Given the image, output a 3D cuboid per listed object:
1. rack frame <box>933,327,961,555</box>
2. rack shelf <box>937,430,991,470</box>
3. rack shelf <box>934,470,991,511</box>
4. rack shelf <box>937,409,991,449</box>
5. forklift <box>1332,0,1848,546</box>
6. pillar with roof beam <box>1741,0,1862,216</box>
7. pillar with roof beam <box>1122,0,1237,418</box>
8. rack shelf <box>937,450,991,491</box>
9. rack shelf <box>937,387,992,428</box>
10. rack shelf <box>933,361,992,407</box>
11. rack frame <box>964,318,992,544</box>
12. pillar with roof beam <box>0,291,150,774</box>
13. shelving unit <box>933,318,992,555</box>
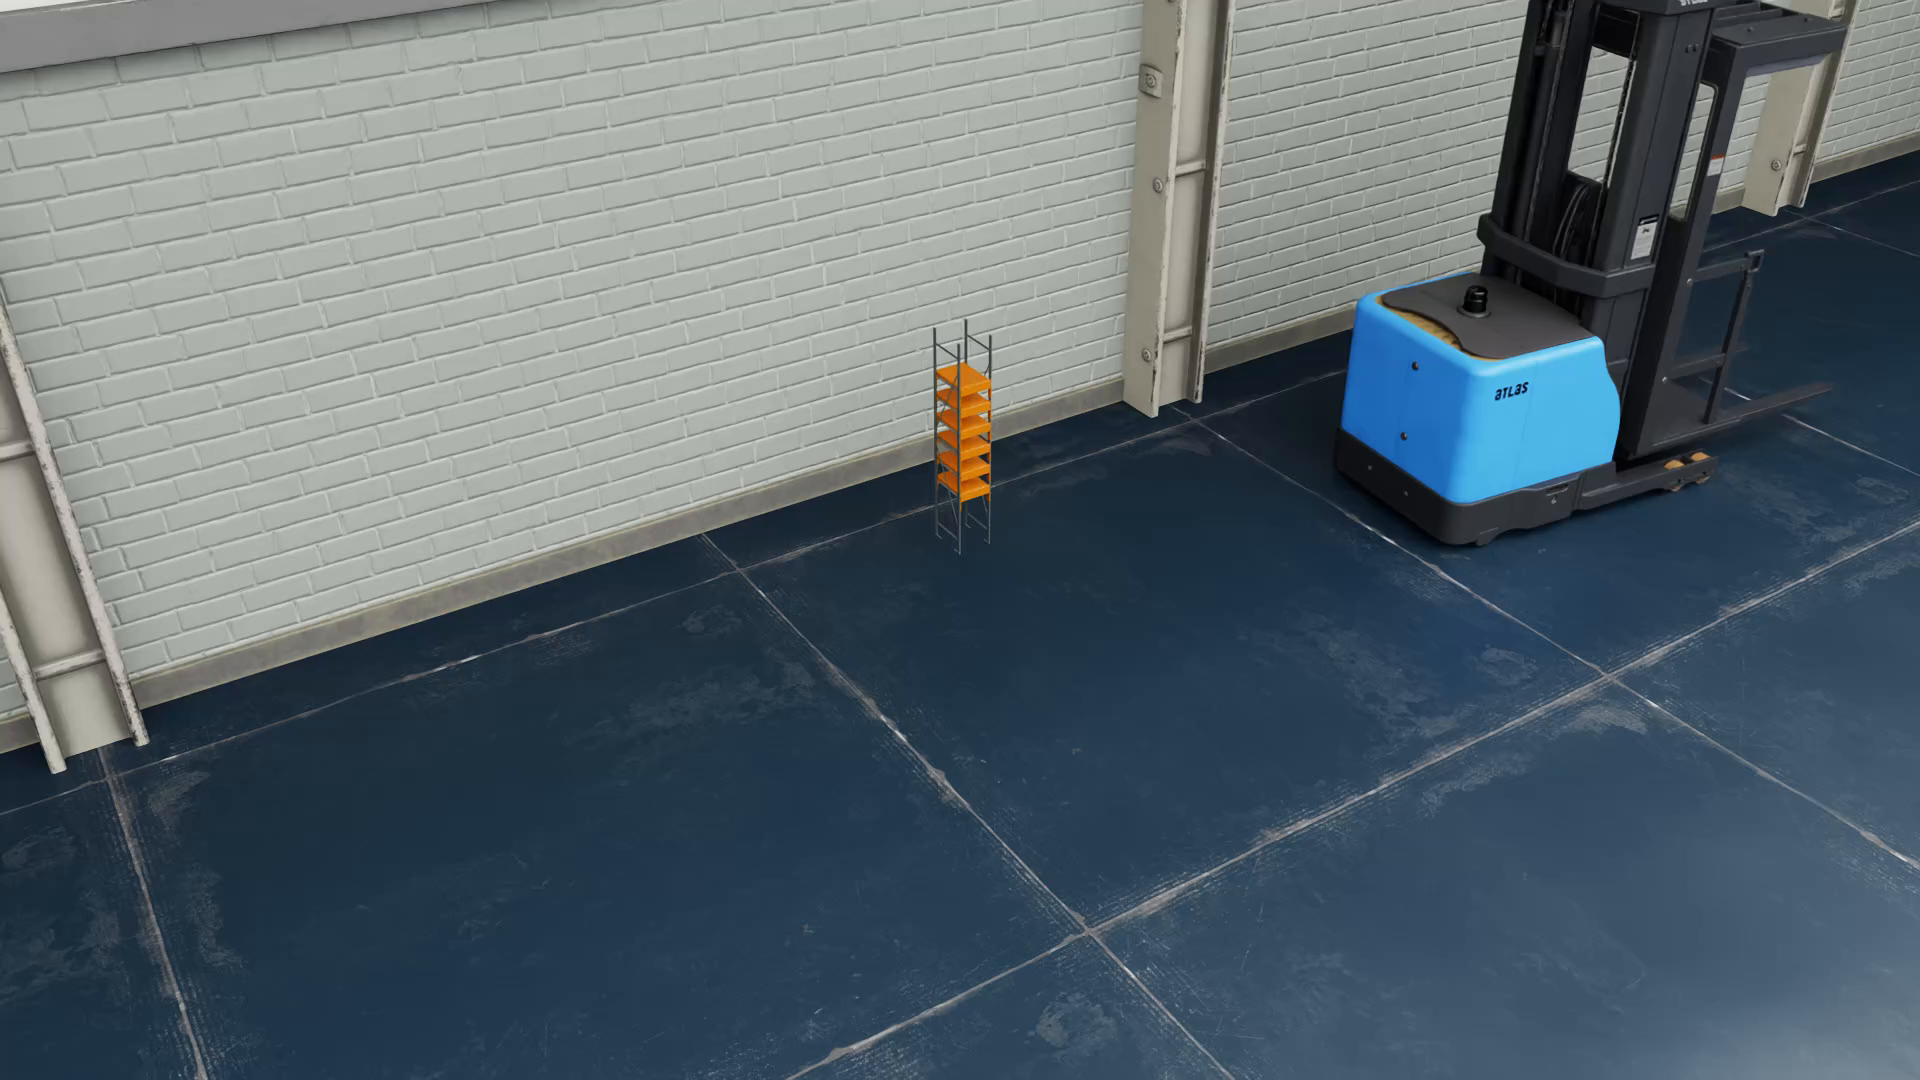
[{"bbox_3d":[-0.065,-0.485,8.395,0.006,1.200,0.240,-19,37,-27],"label":"rack frame"},{"bbox_3d":[0.012,-0.474,8.460,0.180,0.103,0.258,-19,37,-27],"label":"rack shelf"},{"bbox_3d":[0.012,-0.271,8.588,0.180,0.103,0.258,-19,37,-27],"label":"rack shelf"},{"bbox_3d":[0.012,-0.576,8.396,0.180,0.103,0.258,-19,37,-27],"label":"rack shelf"},{"bbox_3d":[3.634,-1.747,8.772,3.031,2.935,1.130,-15,35,-22],"label":"forklift"},{"bbox_3d":[8.597,-4.463,7.390,0.400,9.000,9.100,-19,37,-27],"label":"pillar with roof beam"},{"bbox_3d":[3.554,-2.729,4.641,0.400,9.000,9.100,-19,37,-27],"label":"pillar with roof beam"},{"bbox_3d":[0.012,-0.373,8.524,0.180,0.103,0.258,-19,37,-27],"label":"rack shelf"},{"bbox_3d":[0.012,-0.677,8.332,0.180,0.103,0.258,-19,37,-27],"label":"rack shelf"},{"bbox_3d":[0.012,-0.779,8.268,0.180,0.103,0.258,-19,37,-27],"label":"rack shelf"},{"bbox_3d":[0.089,-0.538,8.478,0.006,1.200,0.240,-19,37,-27],"label":"rack frame"},{"bbox_3d":[-1.489,-0.994,1.892,0.400,9.000,9.100,-19,37,-27],"label":"pillar with roof beam"},{"bbox_3d":[0.012,-0.512,8.437,0.189,1.200,0.258,-19,37,-27],"label":"shelving unit"}]
